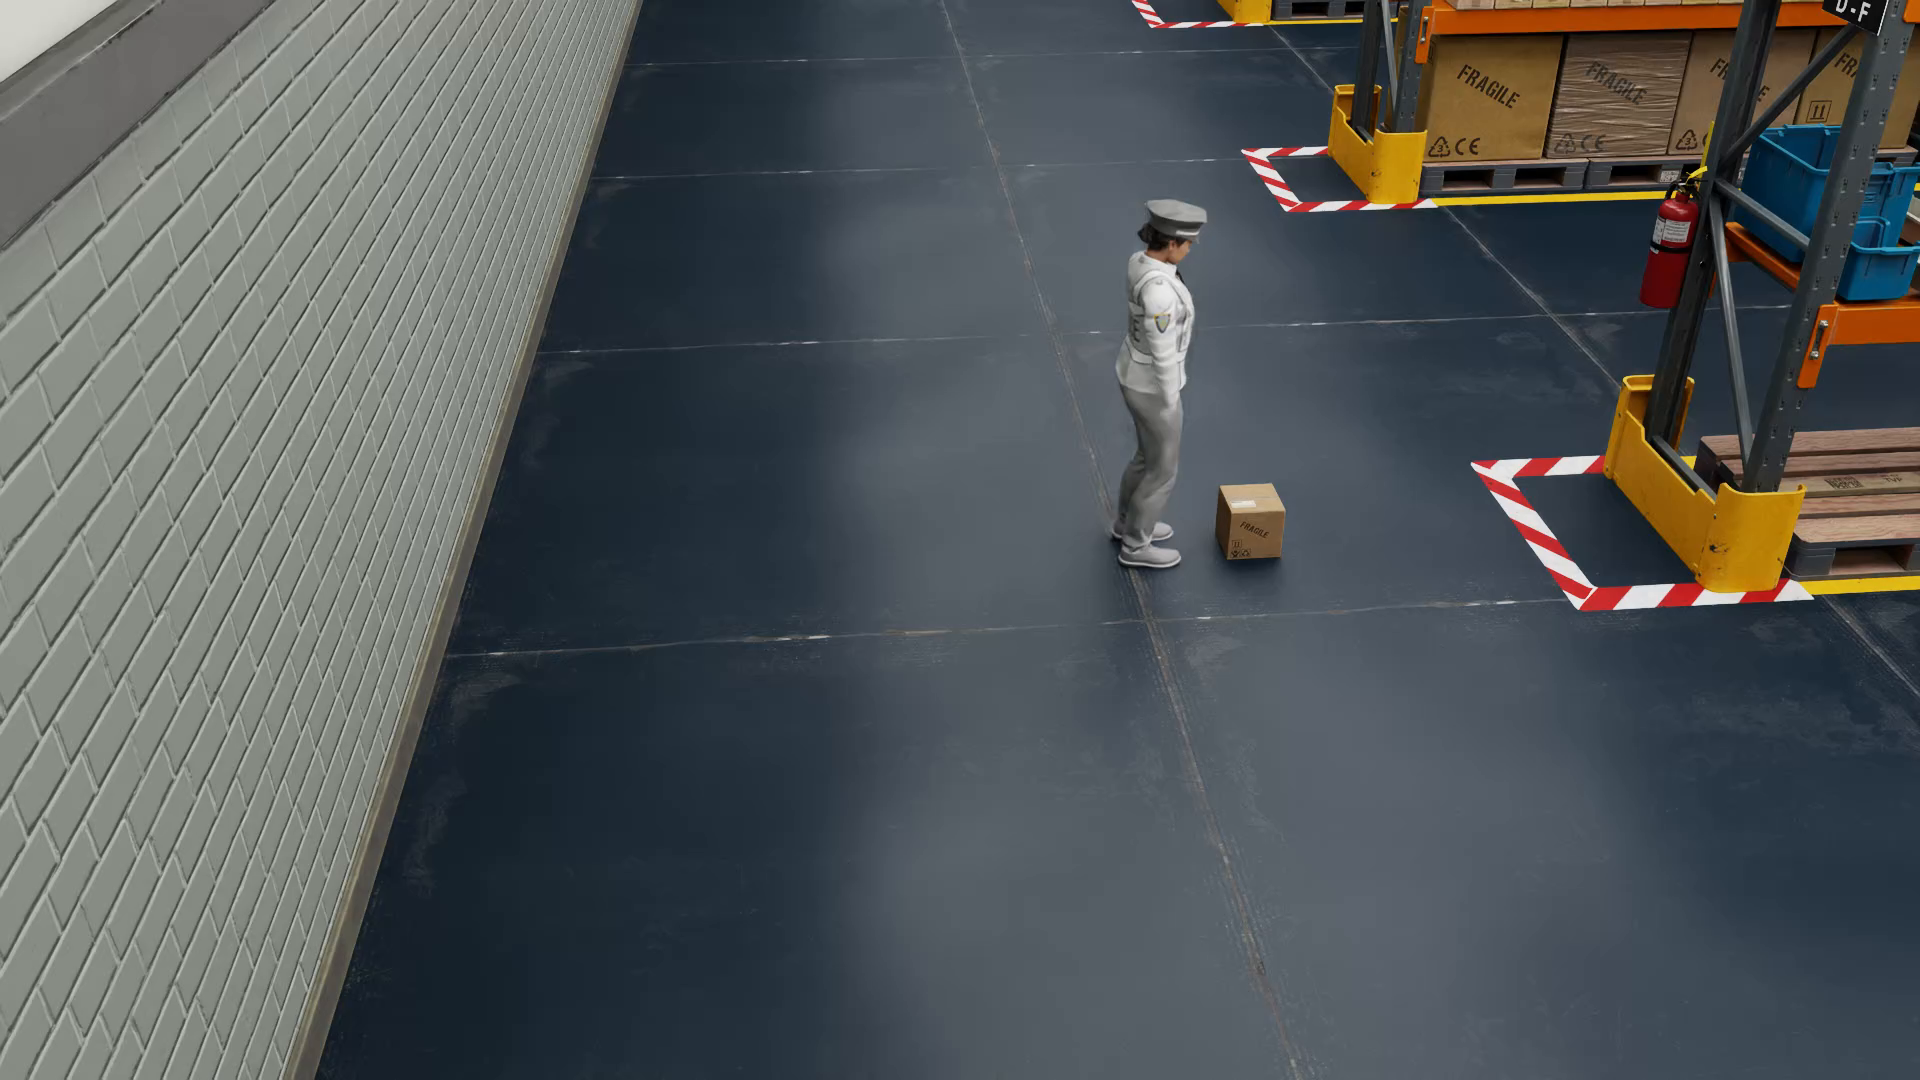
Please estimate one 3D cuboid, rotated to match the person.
[{"bbox_3d":[0.846,-0.673,7.254,0.338,1.659,0.477,-2,31,-4],"label":"person"}]
